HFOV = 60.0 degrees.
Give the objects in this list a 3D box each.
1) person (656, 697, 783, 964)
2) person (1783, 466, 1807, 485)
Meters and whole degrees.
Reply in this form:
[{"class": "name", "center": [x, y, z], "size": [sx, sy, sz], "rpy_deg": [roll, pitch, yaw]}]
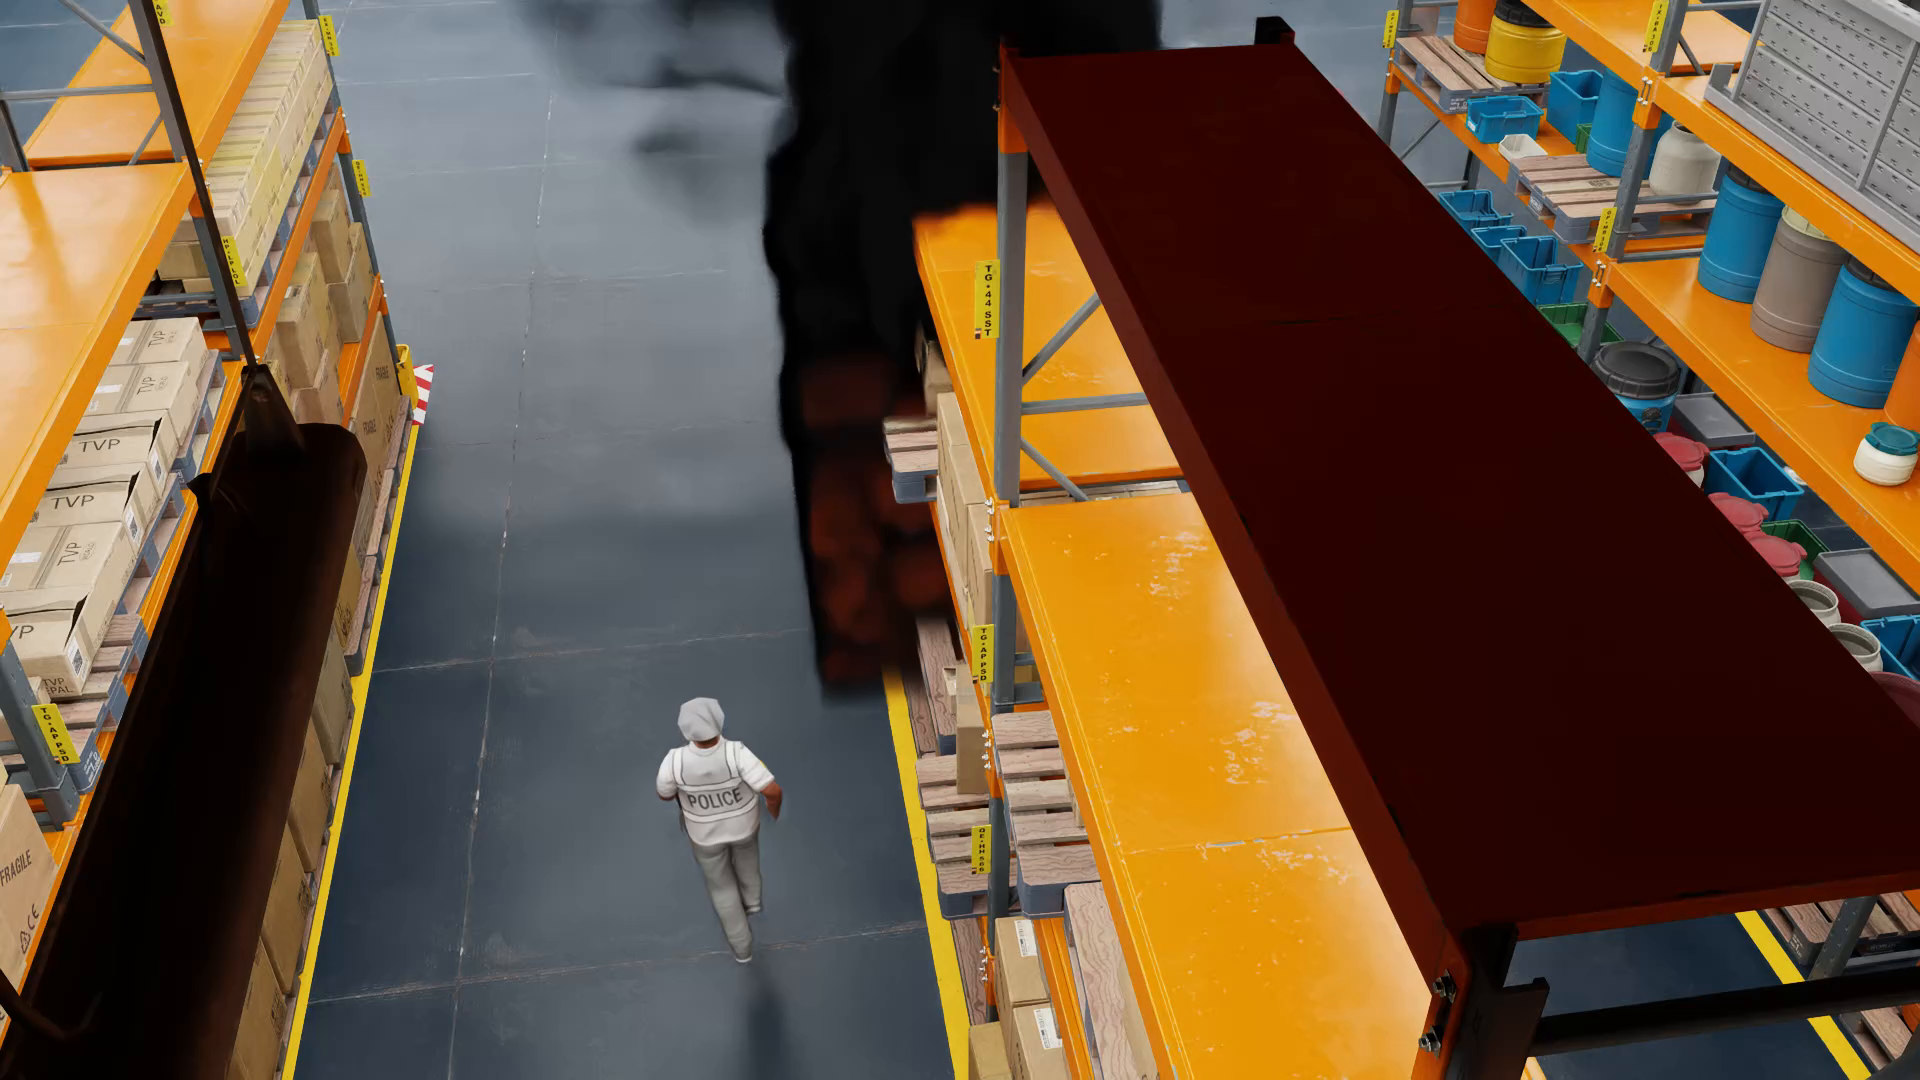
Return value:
[{"class": "person", "center": [-1.336, 1.625, 9.339], "size": [0.645, 1.887, 0.650], "rpy_deg": [-11, 38, -14]}, {"class": "person", "center": [6.824, -1.186, 13.262], "size": [0.529, 1.574, 0.505], "rpy_deg": [-12, 38, -16]}]
